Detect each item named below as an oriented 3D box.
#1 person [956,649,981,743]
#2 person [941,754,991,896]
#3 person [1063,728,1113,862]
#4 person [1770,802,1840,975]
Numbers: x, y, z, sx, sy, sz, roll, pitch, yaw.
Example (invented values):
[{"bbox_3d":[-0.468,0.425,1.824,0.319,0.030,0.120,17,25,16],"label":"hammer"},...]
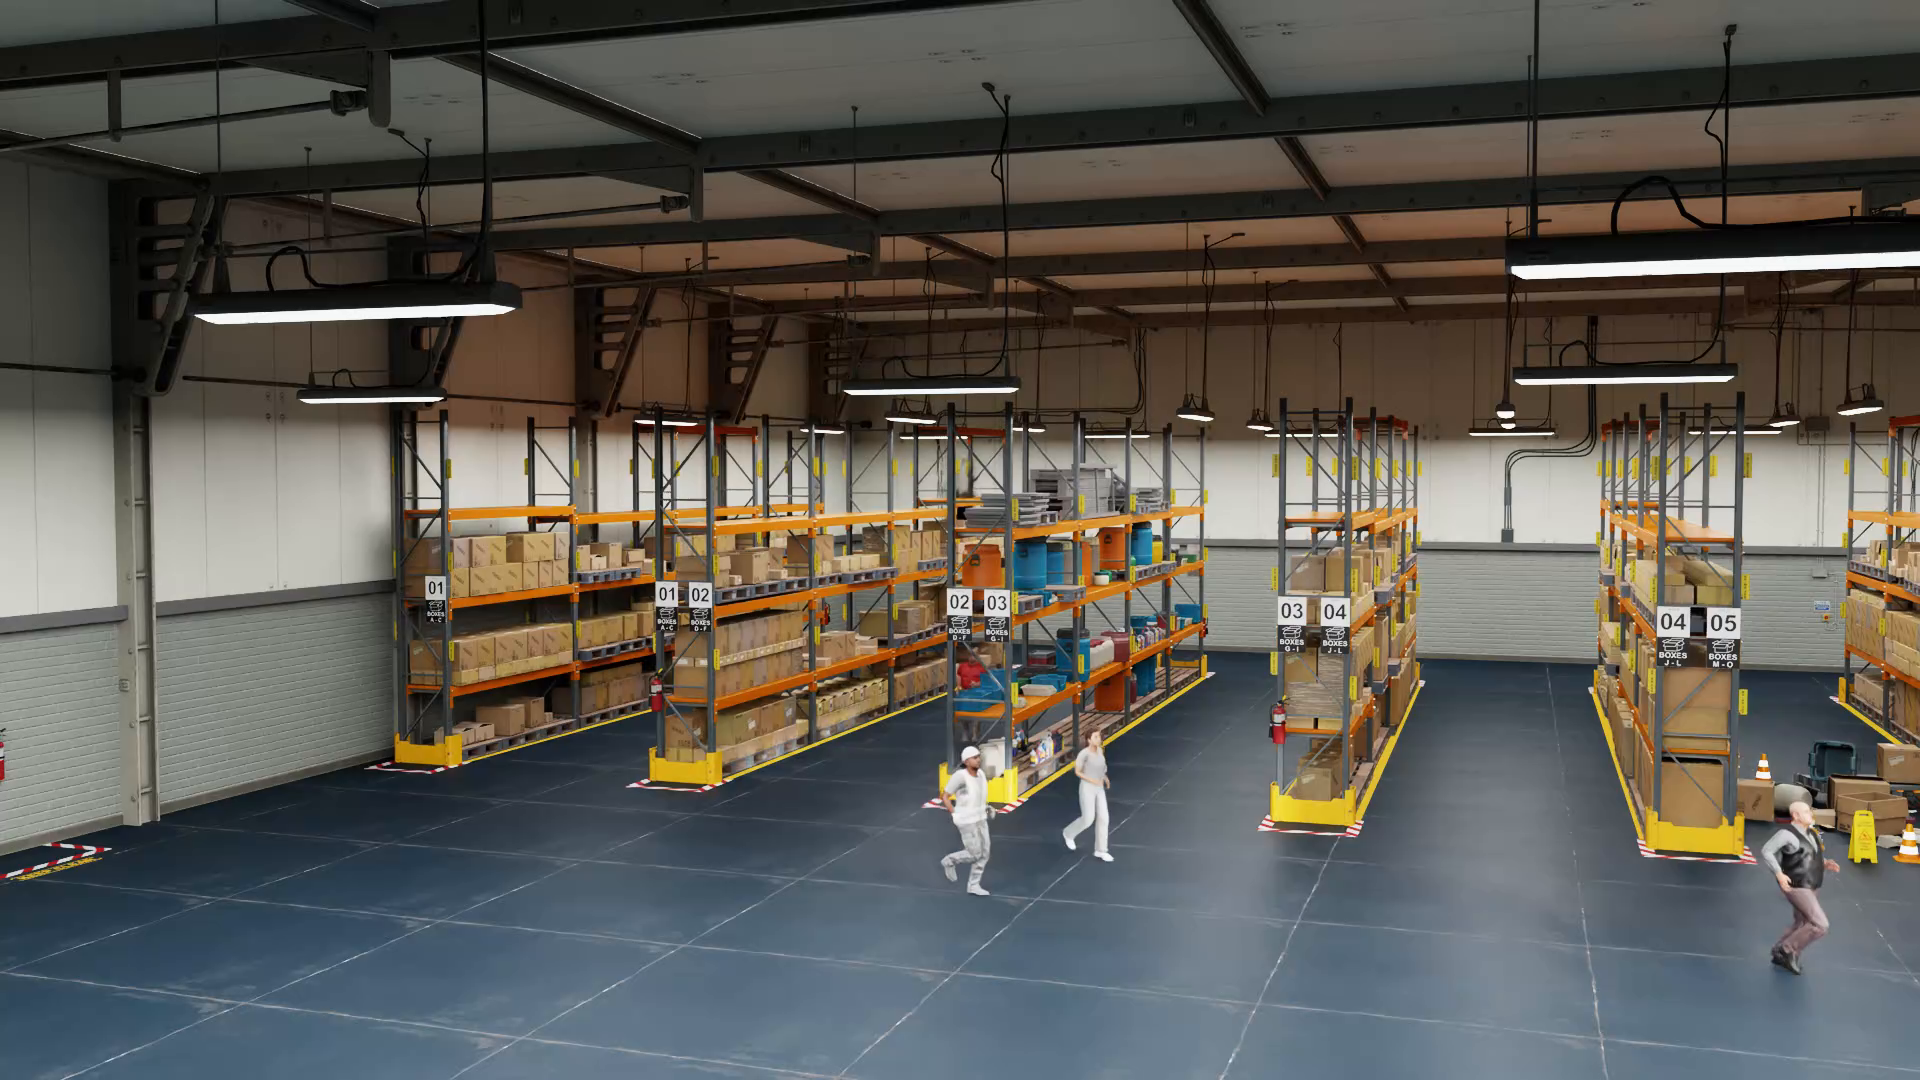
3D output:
[{"bbox_3d":[0.206,2.852,30.260,0.646,1.719,0.677,0,2,9],"label":"person"},{"bbox_3d":[10.466,2.280,22.163,13.475,3.566,17.797,2,3,39],"label":"person"},{"bbox_3d":[2.669,2.945,28.656,11.627,1.678,10.312,-2,3,-41],"label":"person"},{"bbox_3d":[8.296,3.438,16.387,0.504,1.689,0.663,-2,3,-38],"label":"person"}]
